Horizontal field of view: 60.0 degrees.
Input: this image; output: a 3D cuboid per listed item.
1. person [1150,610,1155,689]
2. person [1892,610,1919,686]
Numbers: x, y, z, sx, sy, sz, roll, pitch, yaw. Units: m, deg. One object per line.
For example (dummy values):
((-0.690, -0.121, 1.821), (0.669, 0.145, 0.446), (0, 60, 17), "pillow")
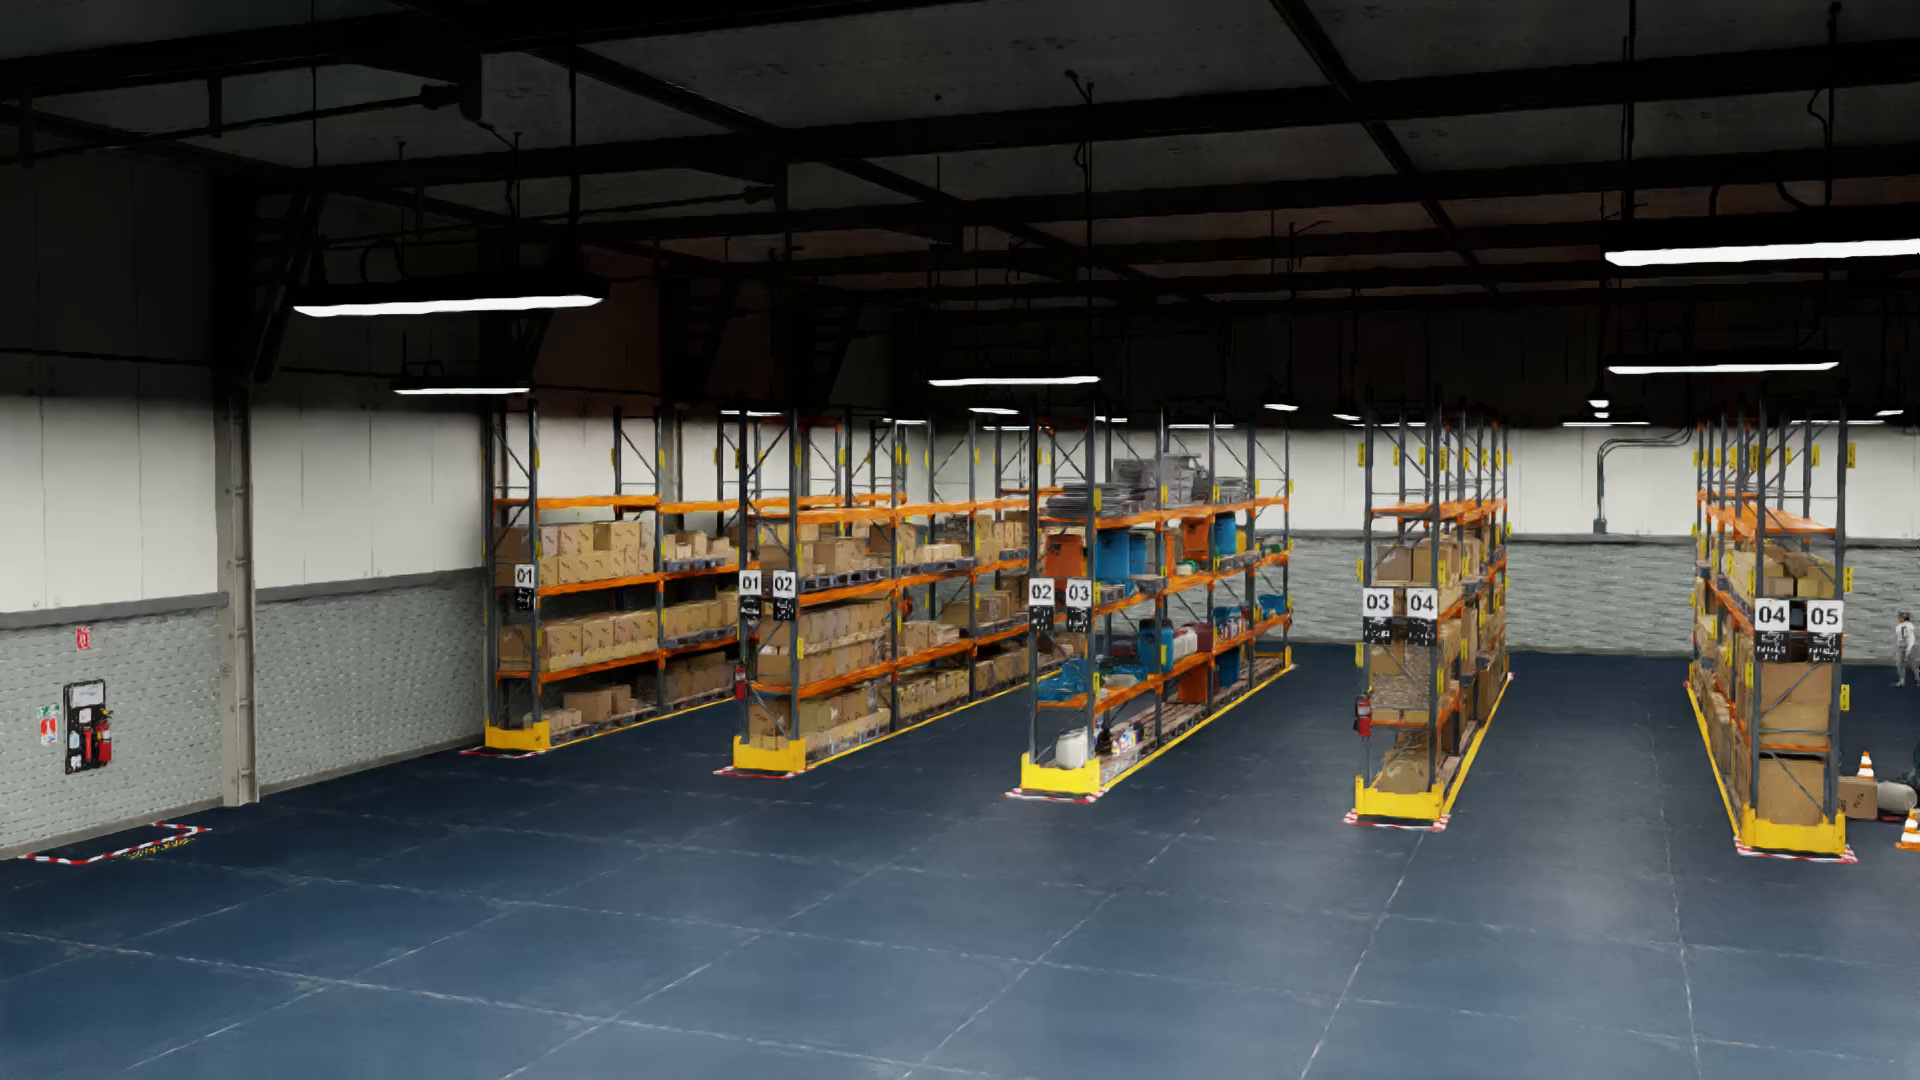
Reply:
((4.214, 2.365, 35.902), (0.748, 1.740, 0.742), (1, 3, 26), "person")
((20.829, 2.373, 36.545), (0.591, 1.658, 0.510), (-1, 3, -13), "person")
